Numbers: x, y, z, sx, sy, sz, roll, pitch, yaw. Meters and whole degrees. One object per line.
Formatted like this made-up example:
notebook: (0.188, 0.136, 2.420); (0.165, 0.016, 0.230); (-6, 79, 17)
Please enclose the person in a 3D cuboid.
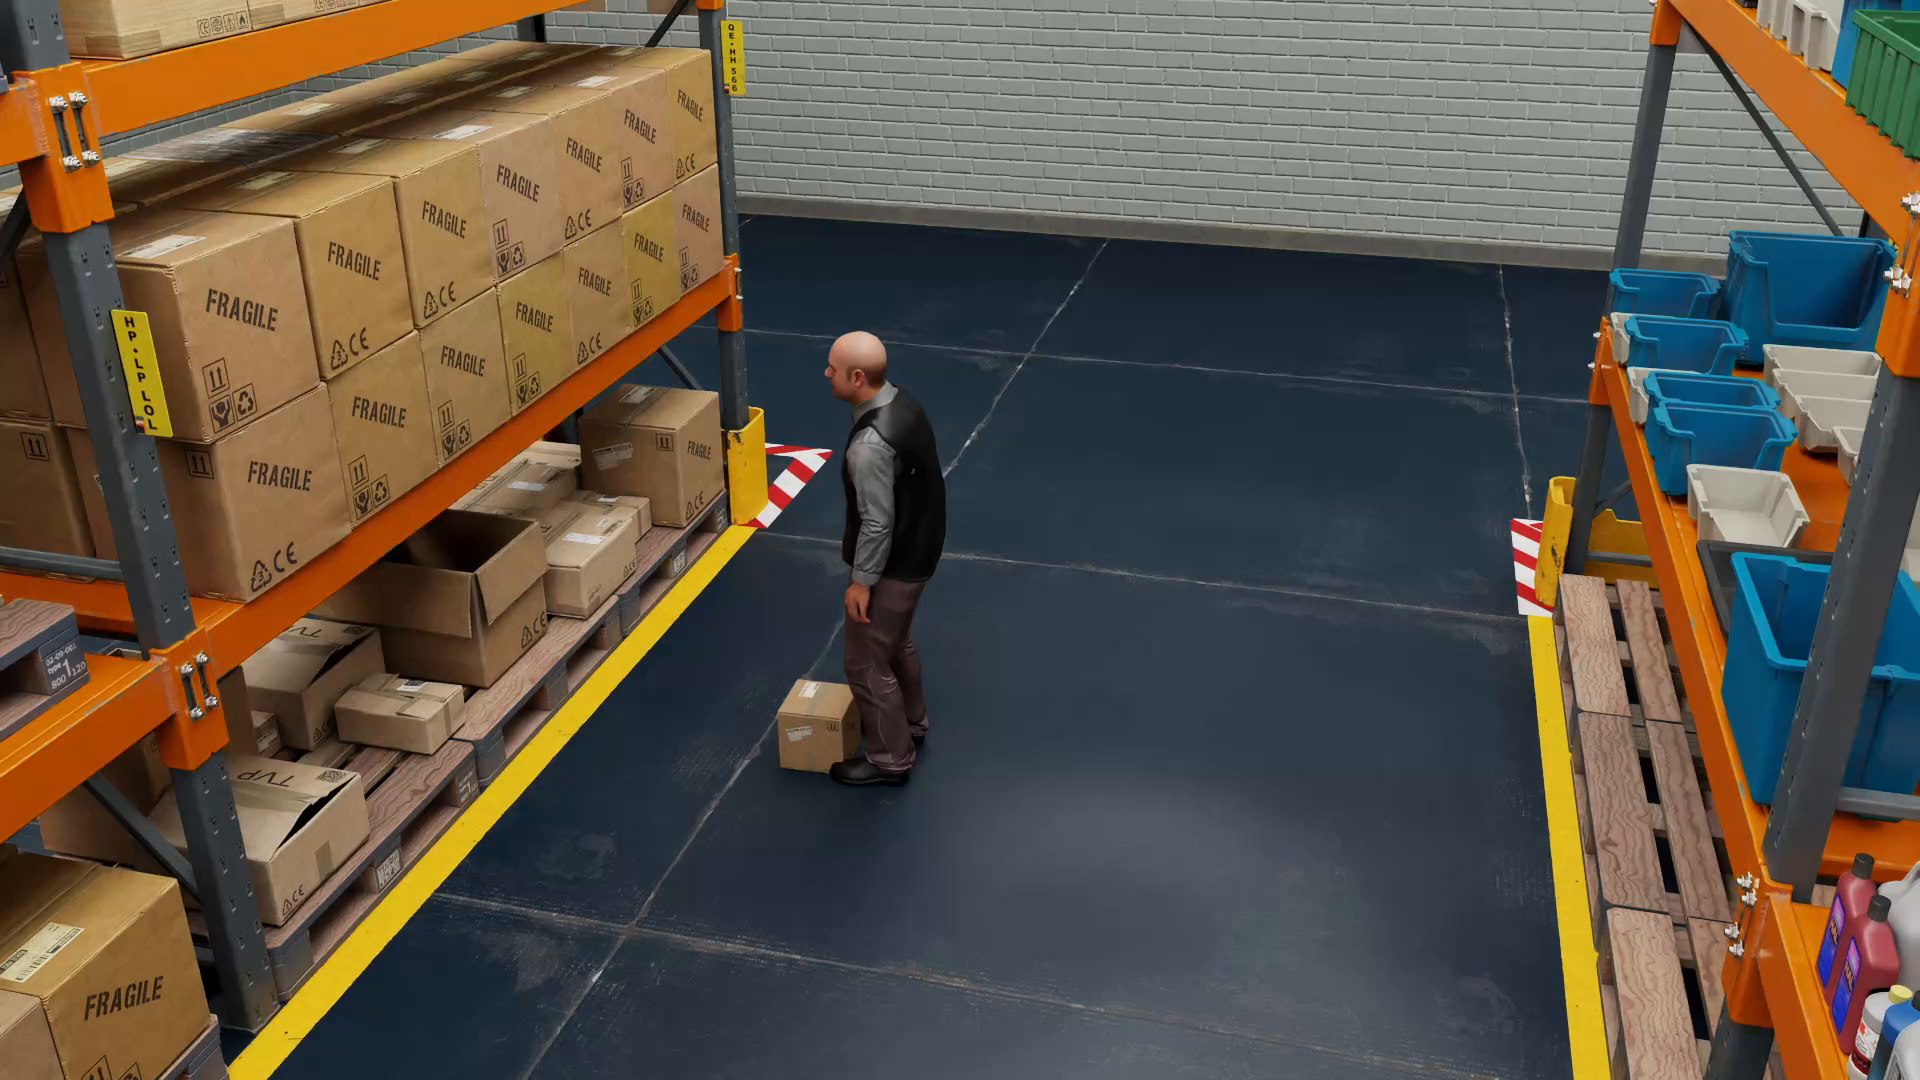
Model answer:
person: (-0.261, 0.077, 5.974); (0.418, 1.721, 0.593); (5, 26, 10)
